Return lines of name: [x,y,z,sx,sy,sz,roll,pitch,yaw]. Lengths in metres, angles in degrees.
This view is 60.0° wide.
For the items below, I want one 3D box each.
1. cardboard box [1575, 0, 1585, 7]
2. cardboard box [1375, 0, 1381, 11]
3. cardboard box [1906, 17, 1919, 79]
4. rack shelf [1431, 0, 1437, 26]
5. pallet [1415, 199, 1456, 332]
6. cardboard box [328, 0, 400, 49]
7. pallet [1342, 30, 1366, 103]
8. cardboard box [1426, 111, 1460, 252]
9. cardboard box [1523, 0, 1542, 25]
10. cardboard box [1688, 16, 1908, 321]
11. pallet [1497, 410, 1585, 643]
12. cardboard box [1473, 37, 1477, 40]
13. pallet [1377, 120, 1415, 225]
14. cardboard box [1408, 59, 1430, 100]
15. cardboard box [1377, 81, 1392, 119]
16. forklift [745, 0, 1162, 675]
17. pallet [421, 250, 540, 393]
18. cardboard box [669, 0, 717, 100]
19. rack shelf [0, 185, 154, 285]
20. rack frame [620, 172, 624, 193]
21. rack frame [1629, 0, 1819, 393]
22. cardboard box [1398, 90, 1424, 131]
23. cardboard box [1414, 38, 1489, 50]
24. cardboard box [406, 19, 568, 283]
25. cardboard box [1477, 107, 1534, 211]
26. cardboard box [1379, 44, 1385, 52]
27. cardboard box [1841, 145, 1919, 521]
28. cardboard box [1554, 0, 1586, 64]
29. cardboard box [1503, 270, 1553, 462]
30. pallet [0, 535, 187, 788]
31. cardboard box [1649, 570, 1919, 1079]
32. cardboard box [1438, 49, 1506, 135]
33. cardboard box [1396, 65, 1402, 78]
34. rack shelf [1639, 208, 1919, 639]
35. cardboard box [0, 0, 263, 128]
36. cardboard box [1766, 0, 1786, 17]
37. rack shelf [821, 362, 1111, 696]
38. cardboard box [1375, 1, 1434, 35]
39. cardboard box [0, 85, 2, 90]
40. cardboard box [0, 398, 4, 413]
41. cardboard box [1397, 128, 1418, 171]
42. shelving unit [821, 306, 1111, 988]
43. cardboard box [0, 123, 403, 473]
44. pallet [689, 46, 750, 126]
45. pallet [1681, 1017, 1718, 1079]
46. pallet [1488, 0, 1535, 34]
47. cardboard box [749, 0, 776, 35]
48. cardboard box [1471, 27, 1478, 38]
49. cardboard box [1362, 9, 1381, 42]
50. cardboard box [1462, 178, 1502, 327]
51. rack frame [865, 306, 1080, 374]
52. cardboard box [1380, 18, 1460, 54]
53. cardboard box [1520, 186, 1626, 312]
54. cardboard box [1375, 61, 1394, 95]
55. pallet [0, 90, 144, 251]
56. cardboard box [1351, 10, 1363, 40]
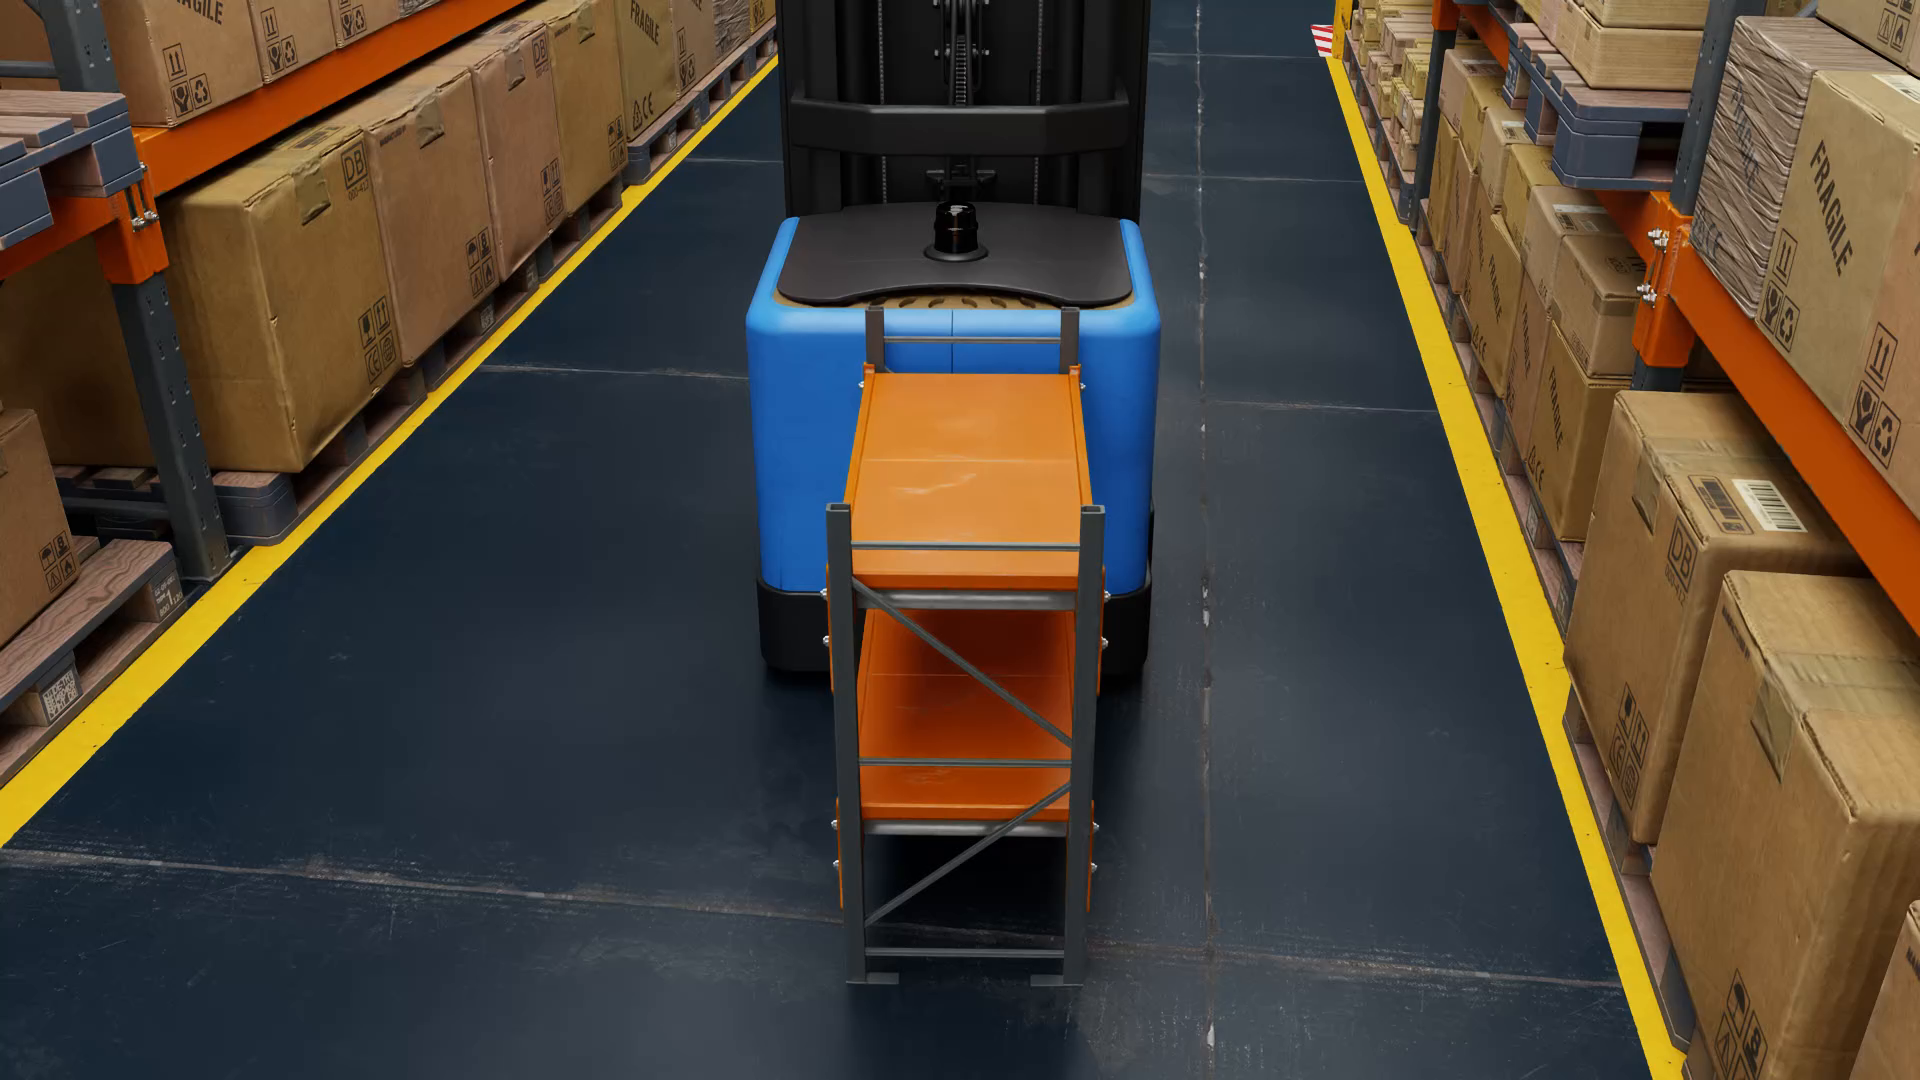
cardboard box: [1.816,-1.498,4.376,0.380,0.149,0.250,4,29,8]
cardboard box: [2.734,-3.269,10.090,0.380,0.149,0.250,2,28,4]
cardboard box: [2.050,-0.943,2.678,0.700,0.500,0.500,3,28,5]
rack shelf: [2.911,-3.415,9.185,1.077,0.370,4.000,3,28,6]
pallet: [2.572,-1.196,7.248,1.003,0.211,1.213,3,28,6]
cardboard box: [-2.284,-1.985,5.666,0.500,0.500,0.500,3,28,5]
pallet: [3.012,-3.030,10.651,1.003,0.211,1.213,3,28,6]
cardboard box: [2.312,-1.542,7.143,0.500,0.500,0.500,4,29,8]
cardboard box: [1.878,-1.596,4.871,0.380,0.149,0.250,3,28,6]
cardboard box: [1.853,-0.756,3.385,0.500,0.500,0.500,4,29,7]
pallet: [2.273,-0.048,5.116,1.003,0.211,1.213,3,28,6]
cardboard box: [3.262,-2.980,9.868,0.380,0.149,0.250,4,29,7]
pallet: [2.713,-1.881,8.519,1.003,0.211,1.213,3,28,6]
cardboard box: [2.443,-2.287,8.269,0.380,0.149,0.250,4,29,7]
cardboard box: [2.503,-2.412,9.127,0.380,0.149,0.250,3,28,6]
forklift: [0.014,-1.589,5.109,1.130,2.935,3.031,1,28,1]
pallet: [-2.411,-0.955,6.800,1.003,0.211,1.213,3,28,6]
cardboard box: [-1.974,-3.105,9.649,0.875,0.875,0.875,3,28,6]
rack shelf: [-2.979,0.015,2.818,1.077,0.370,4.000,3,28,6]
rack frame: [-2.244,-3.126,7.890,1.000,3.000,0.127,3,28,6]
rack frame: [2.176,-0.908,3.772,1.000,3.000,0.127,3,28,6]
cardboard box: [2.410,-2.146,8.320,0.380,0.149,0.250,2,28,4]
cardboard box: [2.576,-2.522,8.705,0.380,0.149,0.250,4,29,8]
cardboard box: [-2.411,-1.653,6.952,1.225,0.875,0.875,2,28,4]
cardboard box: [2.184,-1.382,6.054,0.500,0.250,0.500,4,29,8]
cardboard box: [2.723,-2.890,10.015,0.380,0.149,0.250,3,29,6]
cardboard box: [1.731,-0.279,2.500,0.500,0.500,0.500,3,28,6]
cardboard box: [1.812,-1.358,4.429,0.380,0.149,0.250,3,28,6]
cardboard box: [2.065,-0.561,5.322,0.500,0.500,0.500,4,29,8]
pallet: [-2.831,0.352,4.374,1.003,0.211,1.213,3,28,6]
cardboard box: [1.908,0.591,2.919,1.050,0.750,0.750,4,29,7]
cardboard box: [2.313,-1.872,6.965,0.500,0.250,0.500,2,28,4]
cardboard box: [2.565,-2.507,8.990,0.380,0.149,0.250,4,29,7]
rack shelf: [1.931,0.351,2.195,1.077,0.370,4.000,3,28,6]
cardboard box: [-2.405,-1.500,4.767,0.500,0.500,0.500,4,29,8]
cardboard box: [2.528,-1.561,4.807,0.380,0.149,0.250,5,29,9]
rack shelf: [0.019,-0.061,3.560,0.538,0.278,1.000,1,28,1]
cardboard box: [2.613,-3.017,9.624,0.380,0.149,0.250,4,29,7]
cardboard box: [-2.920,-1.534,4.829,0.500,0.500,0.500,4,29,8]
cardboard box: [-2.787,-0.350,4.117,0.500,0.250,0.500,4,29,8]
cardboard box: [2.376,-1.925,8.223,0.380,0.149,0.250,4,29,7]
shelving unit: [0.019,0.197,3.699,0.538,1.125,1.048,1,28,1]
cardboard box: [-2.629,-0.816,5.400,1.225,0.875,0.875,2,28,4]
pallet: [-1.926,-2.828,10.277,1.003,0.211,1.213,3,28,6]
pallet: [1.853,1.259,2.690,1.003,0.211,1.213,3,28,6]
pallet: [2.378,-1.757,5.551,1.003,0.211,1.213,3,28,6]
cardboard box: [-1.753,-3.953,11.222,0.875,0.875,0.875,3,28,6]
cardboard box: [3.135,-2.991,9.576,0.380,0.149,0.250,2,28,4]
cardboard box: [2.666,-3.142,10.169,0.380,0.149,0.250,4,29,8]
cardboard box: [2.198,-1.046,6.221,0.500,0.500,0.500,4,29,7]
rack frame: [0.029,-0.044,4.146,0.500,1.125,0.032,1,28,1]
cardboard box: [2.538,-2.783,9.189,0.380,0.149,0.250,2,28,4]
cardboard box: [2.051,-0.898,5.156,0.500,0.250,0.500,4,29,7]
cardboard box: [2.598,-2.646,9.562,0.380,0.149,0.250,3,28,6]
pallet: [-2.716,-0.817,3.807,1.213,0.211,1.003,3,28,6]
cardboard box: [2.774,-3.375,10.915,0.380,0.149,0.250,4,29,7]
